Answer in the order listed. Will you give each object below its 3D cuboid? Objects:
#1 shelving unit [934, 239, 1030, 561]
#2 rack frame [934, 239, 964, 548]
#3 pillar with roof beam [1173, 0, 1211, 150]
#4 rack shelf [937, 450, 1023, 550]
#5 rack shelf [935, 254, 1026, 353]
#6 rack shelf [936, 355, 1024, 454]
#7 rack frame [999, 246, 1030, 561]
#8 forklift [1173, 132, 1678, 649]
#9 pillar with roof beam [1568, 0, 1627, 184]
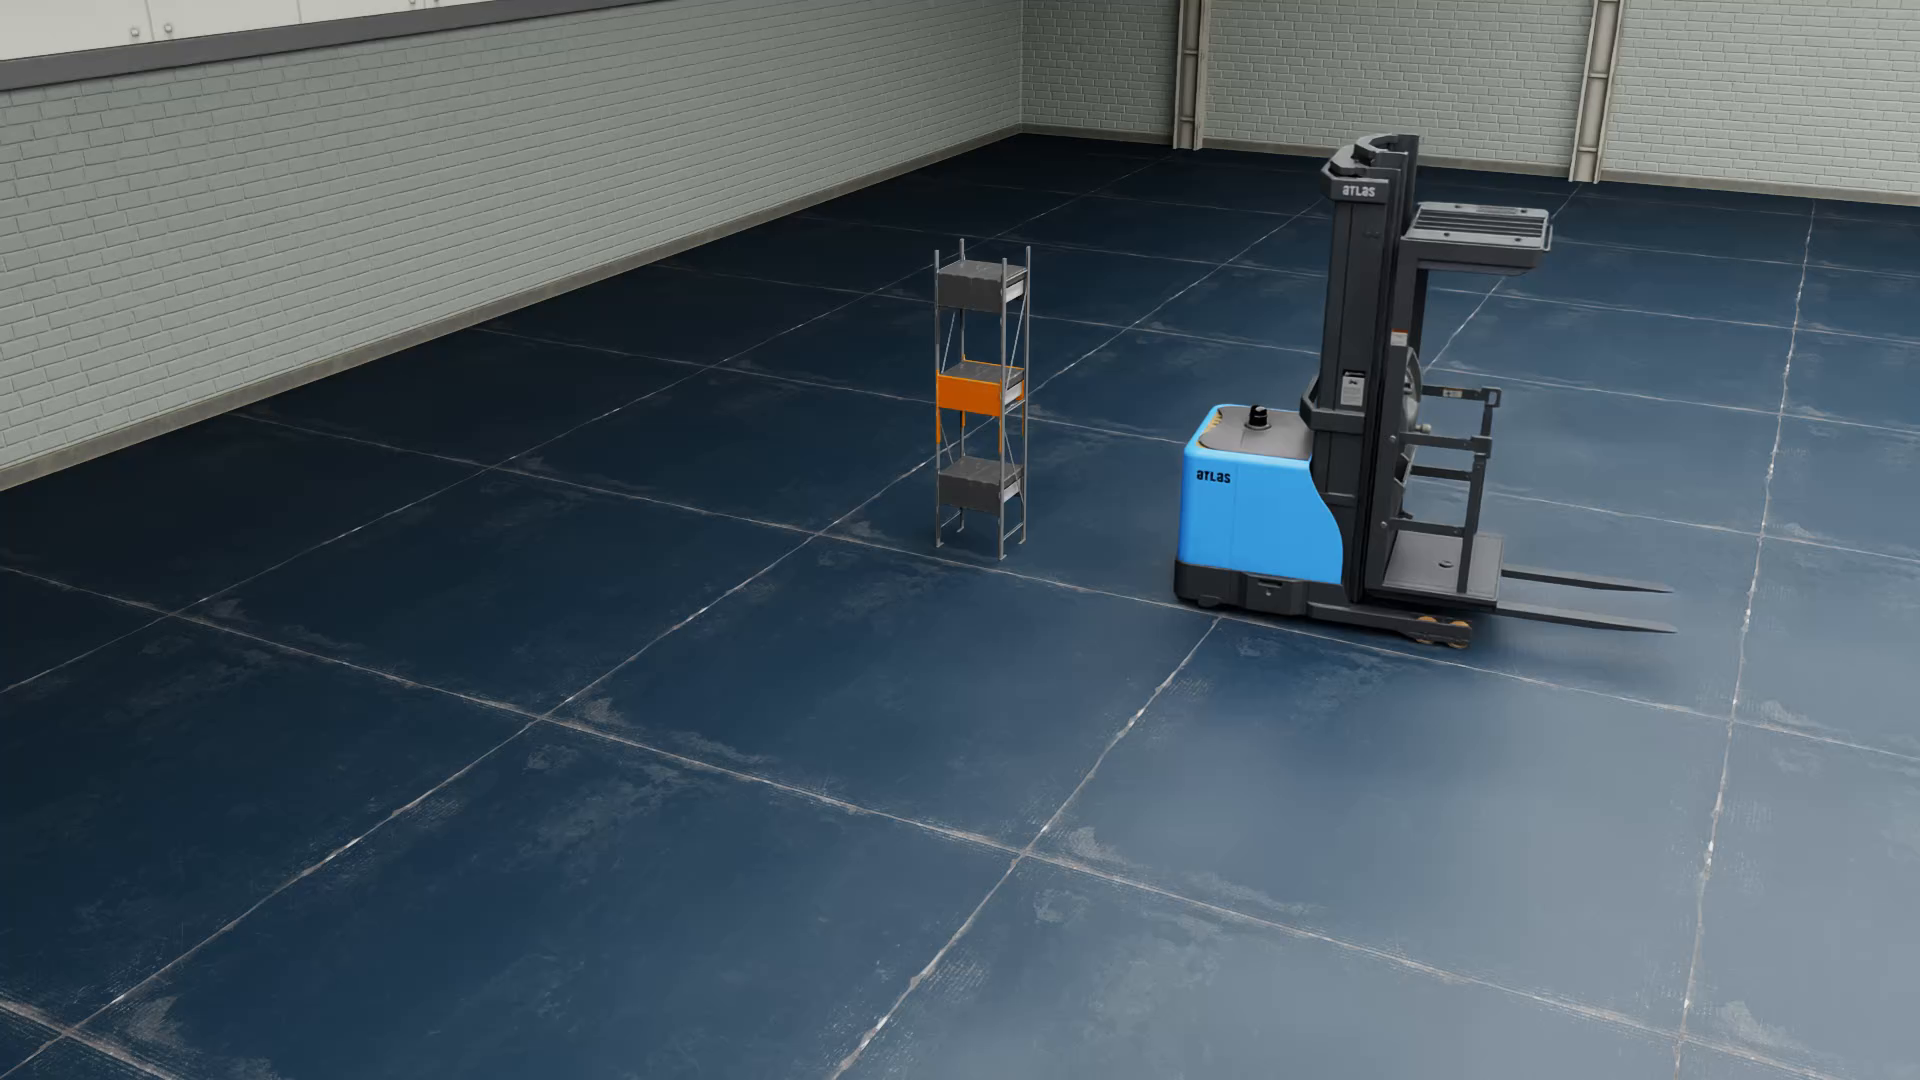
[{"bbox_3d":[0.148,-0.937,11.270,0.503,2.100,0.431,11,25,25],"label":"shelving unit"},{"bbox_3d":[-0.070,-0.980,11.372,0.015,2.100,0.400,11,25,25],"label":"rack frame"},{"bbox_3d":[1.671,-8.862,21.089,0.400,9.000,9.100,11,25,25],"label":"pillar with roof beam"},{"bbox_3d":[0.148,-0.280,11.550,0.480,0.518,0.431,11,25,25],"label":"rack shelf"},{"bbox_3d":[0.148,-1.569,11.002,0.480,0.518,0.431,11,25,25],"label":"rack shelf"},{"bbox_3d":[0.148,-0.924,11.276,0.480,0.518,0.431,11,25,25],"label":"rack shelf"},{"bbox_3d":[0.365,-0.894,11.169,0.015,2.100,0.400,11,25,25],"label":"rack frame"},{"bbox_3d":[2.957,-0.918,10.162,3.031,2.935,1.130,8,24,18],"label":"forklift"},{"bbox_3d":[7.025,-7.802,18.597,0.400,9.000,9.100,11,25,25],"label":"pillar with roof beam"}]
